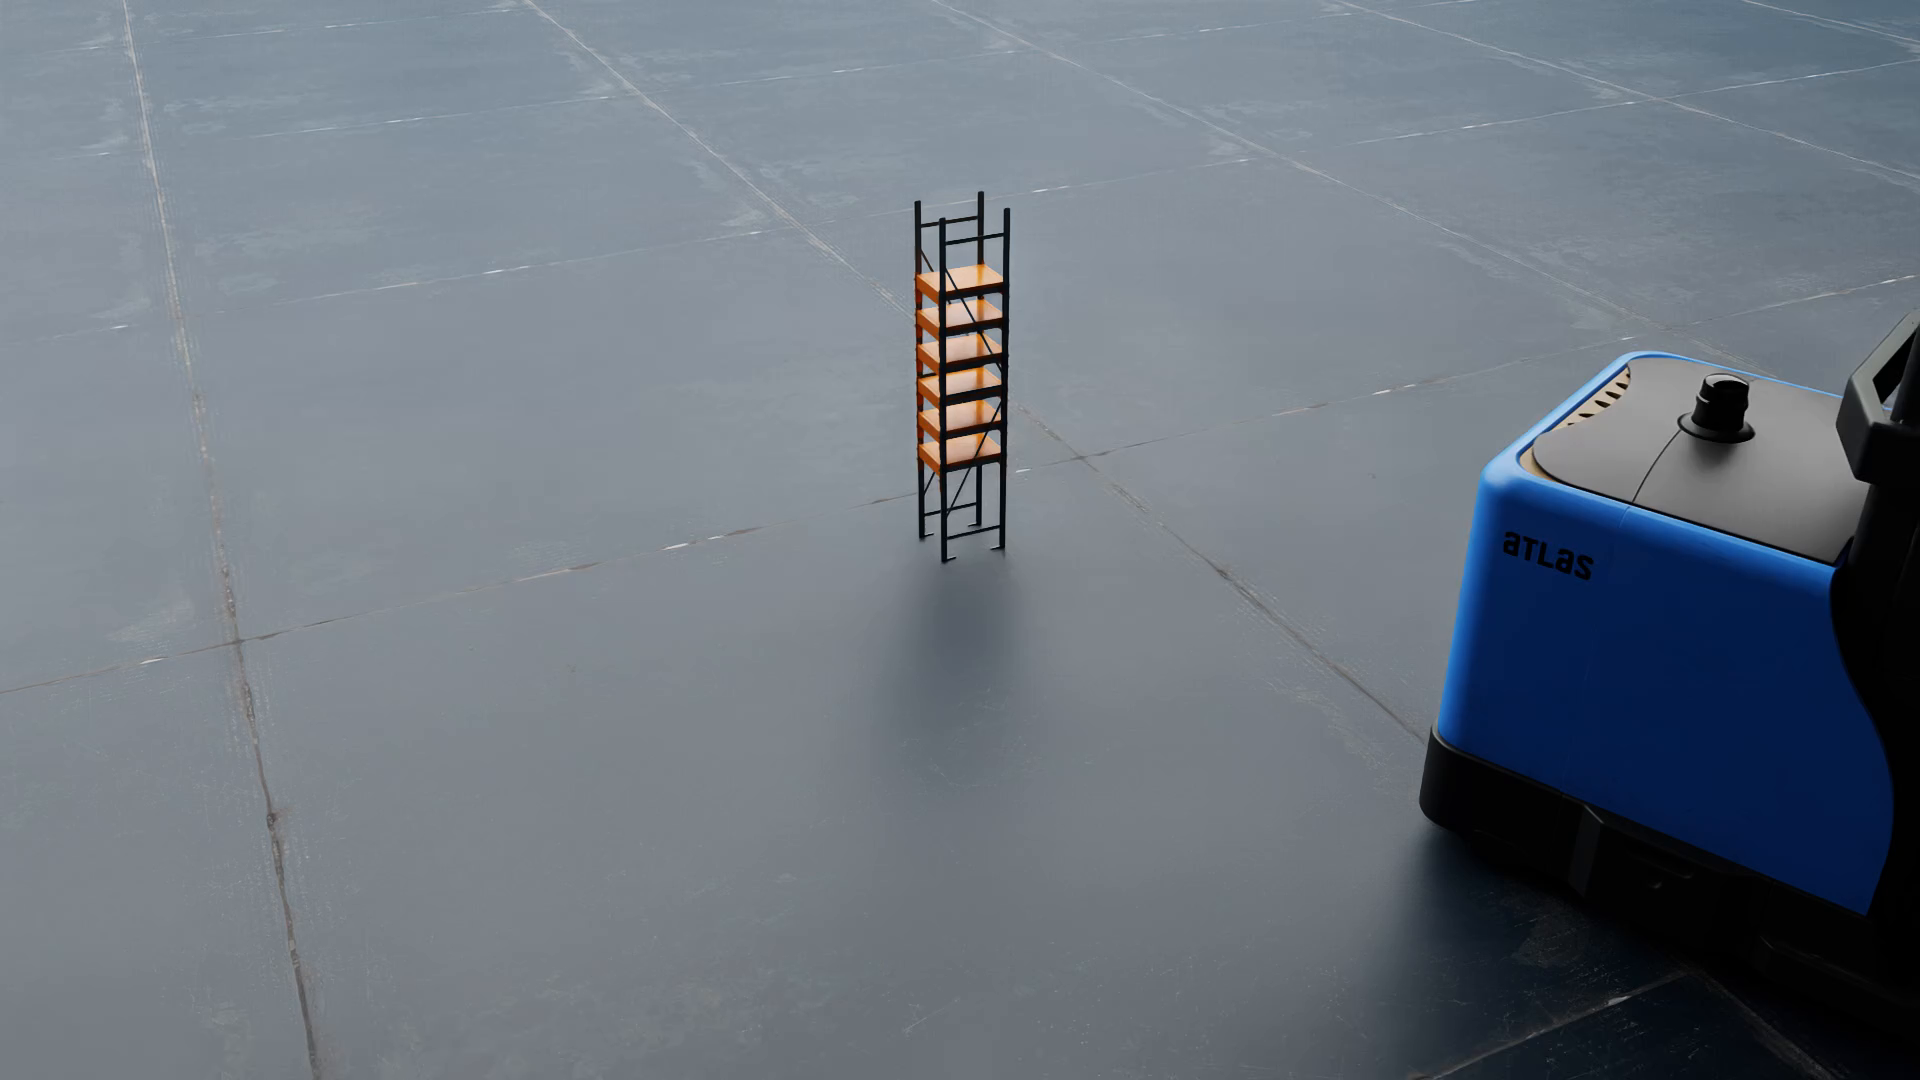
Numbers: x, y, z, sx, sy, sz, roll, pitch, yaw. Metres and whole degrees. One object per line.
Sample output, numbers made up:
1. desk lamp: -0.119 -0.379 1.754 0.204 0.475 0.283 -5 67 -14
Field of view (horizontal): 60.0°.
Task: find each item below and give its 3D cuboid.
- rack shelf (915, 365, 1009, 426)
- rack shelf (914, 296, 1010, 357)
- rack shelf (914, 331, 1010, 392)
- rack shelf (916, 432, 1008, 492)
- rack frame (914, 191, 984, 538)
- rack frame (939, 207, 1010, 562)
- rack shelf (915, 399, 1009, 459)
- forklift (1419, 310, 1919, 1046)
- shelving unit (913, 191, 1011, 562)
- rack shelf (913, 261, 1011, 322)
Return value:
1. rack shelf: 0.006 -0.478 5.467 0.258 0.103 0.180 -13 32 -22
2. rack shelf: 0.006 -0.688 5.349 0.258 0.103 0.180 -13 32 -22
3. rack shelf: 0.006 -0.583 5.408 0.258 0.103 0.180 -13 32 -22
4. rack shelf: 0.006 -0.269 5.584 0.258 0.103 0.180 -13 32 -22
5. rack frame: -0.033 -0.557 5.517 0.240 1.200 0.006 -13 32 -22
6. rack frame: 0.046 -0.477 5.373 0.240 1.200 0.006 -13 32 -22
7. rack shelf: 0.006 -0.374 5.526 0.258 0.103 0.180 -13 32 -22
8. forklift: 2.660 -0.232 3.167 3.031 2.935 1.130 22 36 34
9. shelving unit: 0.006 -0.517 5.445 0.258 1.200 0.189 -13 32 -22
10. rack shelf: 0.006 -0.792 5.291 0.258 0.103 0.180 -13 32 -22
